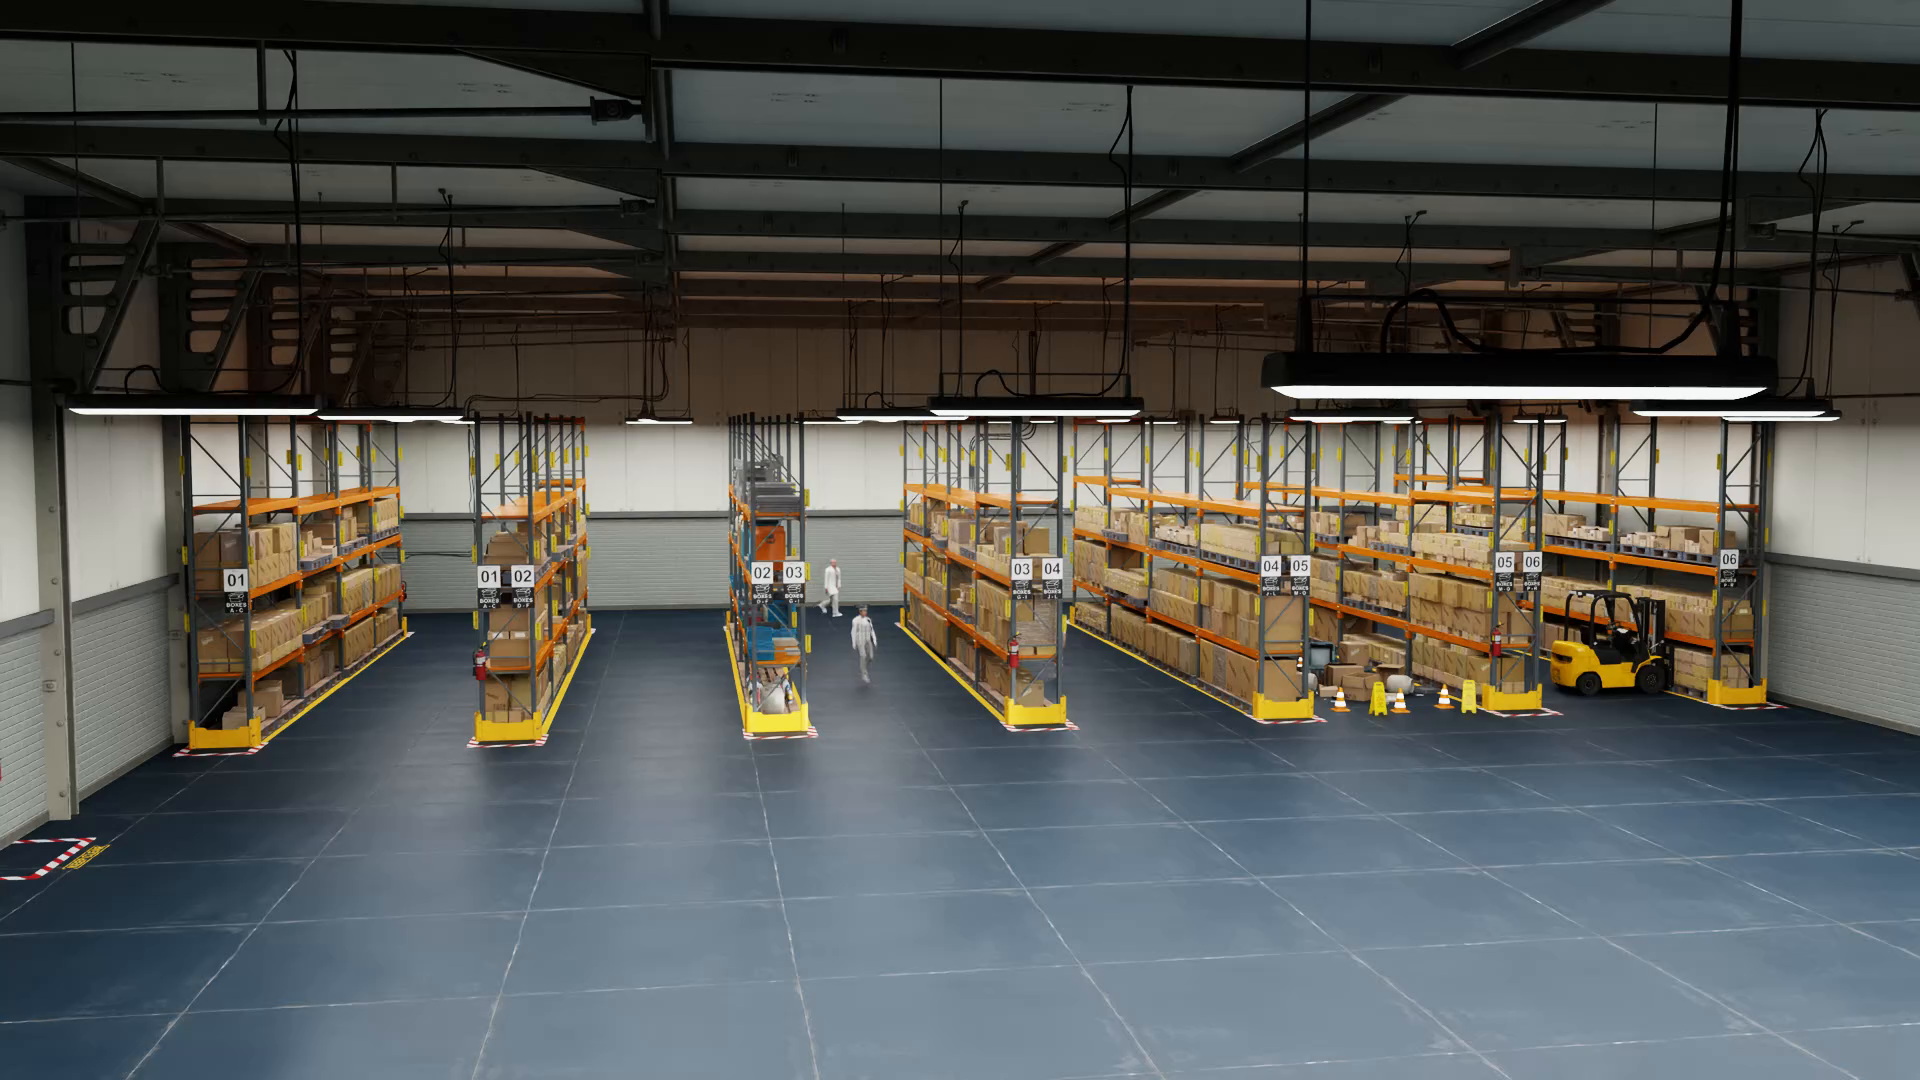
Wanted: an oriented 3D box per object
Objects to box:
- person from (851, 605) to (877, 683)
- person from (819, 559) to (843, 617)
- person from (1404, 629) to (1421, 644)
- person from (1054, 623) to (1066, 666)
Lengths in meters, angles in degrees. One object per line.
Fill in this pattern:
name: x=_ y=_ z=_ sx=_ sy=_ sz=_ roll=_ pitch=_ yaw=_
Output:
person: x=-2.071 y=2.282 z=36.862 sx=0.507 sy=1.666 sz=0.701 roll=-3 pitch=5 yaw=-34
person: x=-3.893 y=1.426 z=50.283 sx=0.983 sy=1.743 sz=0.572 roll=2 pitch=5 yaw=31
person: x=11.448 y=1.987 z=41.963 sx=0.566 sy=1.783 sz=0.551 roll=-1 pitch=4 yaw=-8
person: x=2.168 y=2.217 z=37.901 sx=0.499 sy=1.542 sz=0.529 roll=0 pitch=4 yaw=5
